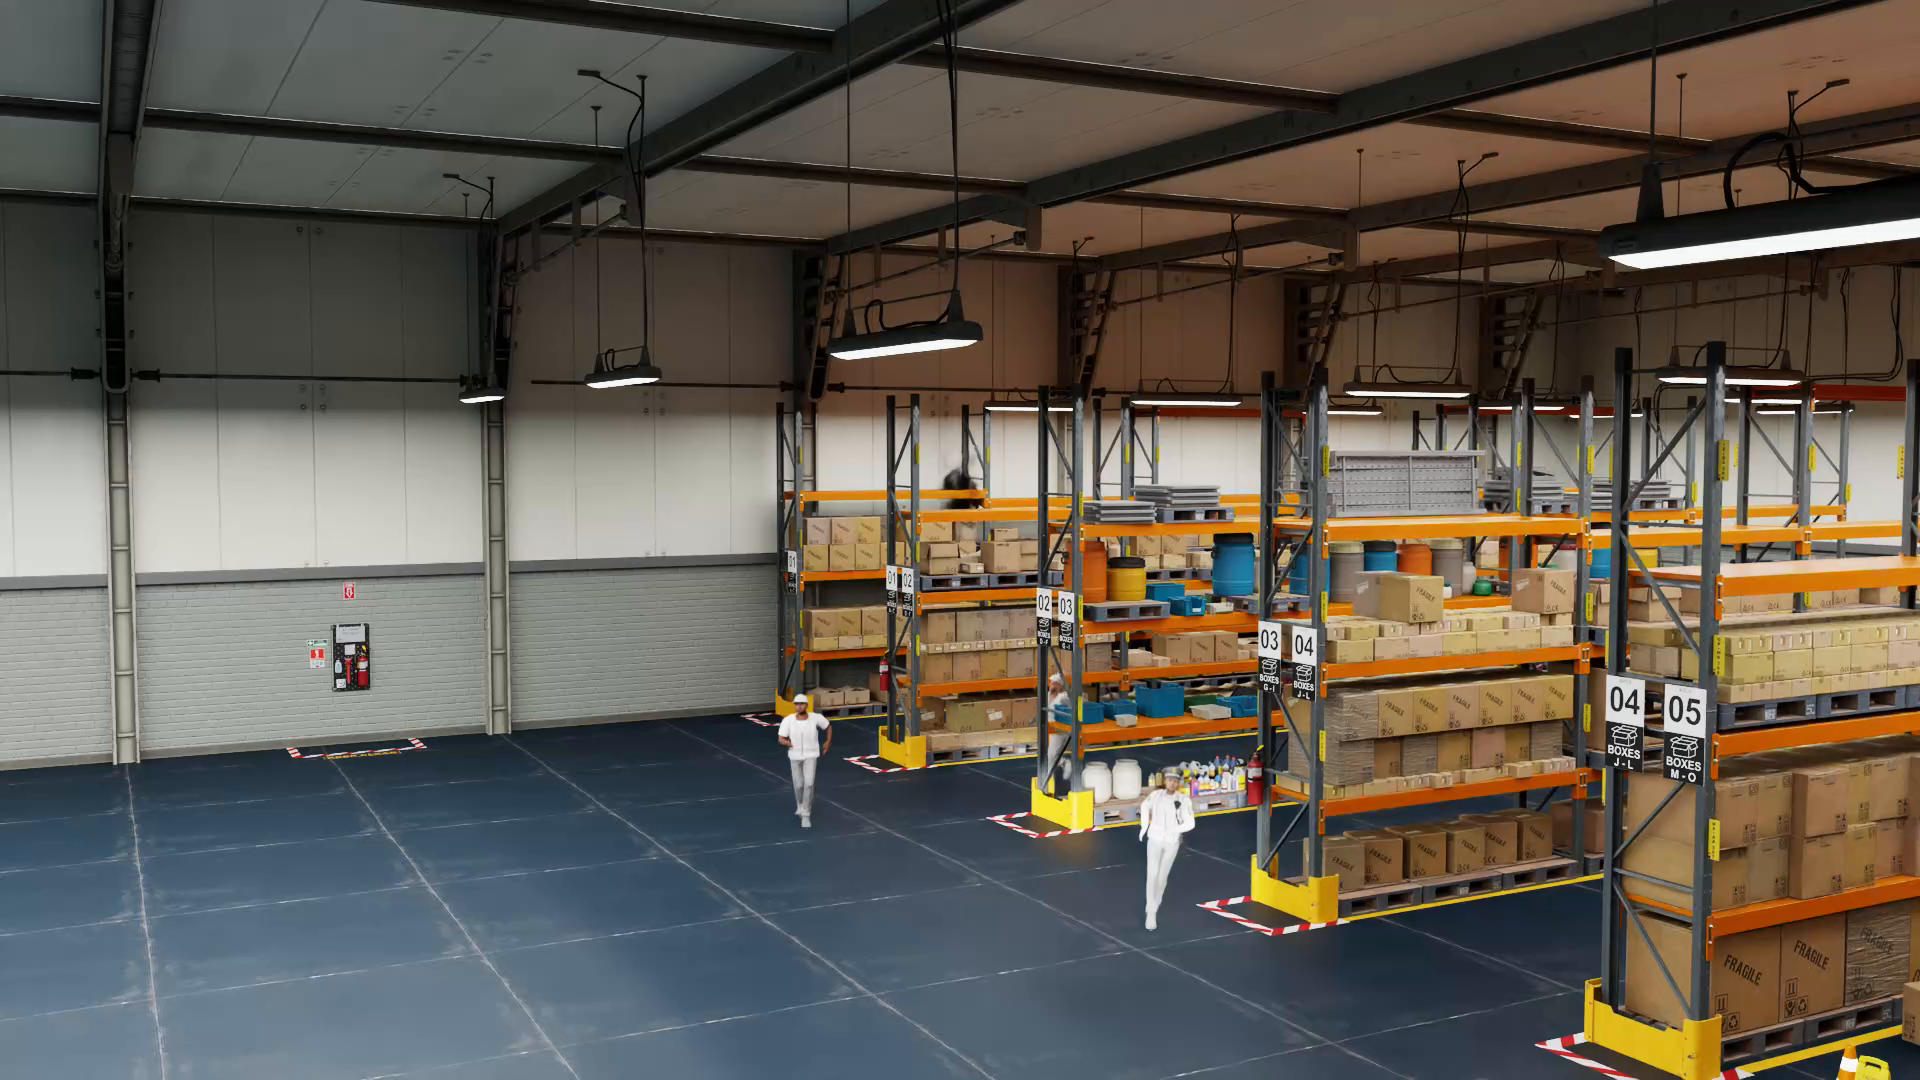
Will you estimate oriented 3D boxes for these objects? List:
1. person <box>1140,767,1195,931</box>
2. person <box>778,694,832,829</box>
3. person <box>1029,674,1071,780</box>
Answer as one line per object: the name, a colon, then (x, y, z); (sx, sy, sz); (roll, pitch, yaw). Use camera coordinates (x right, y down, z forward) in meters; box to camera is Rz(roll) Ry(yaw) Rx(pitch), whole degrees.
person: (2.246, 3.296, 18.048); (0.600, 1.690, 0.831); (1, 3, 9)
person: (-2.139, 3.008, 22.820); (0.702, 1.798, 0.804); (0, 3, 3)
person: (1.422, 2.877, 24.744); (0.888, 1.765, 0.655); (-3, 4, -42)
